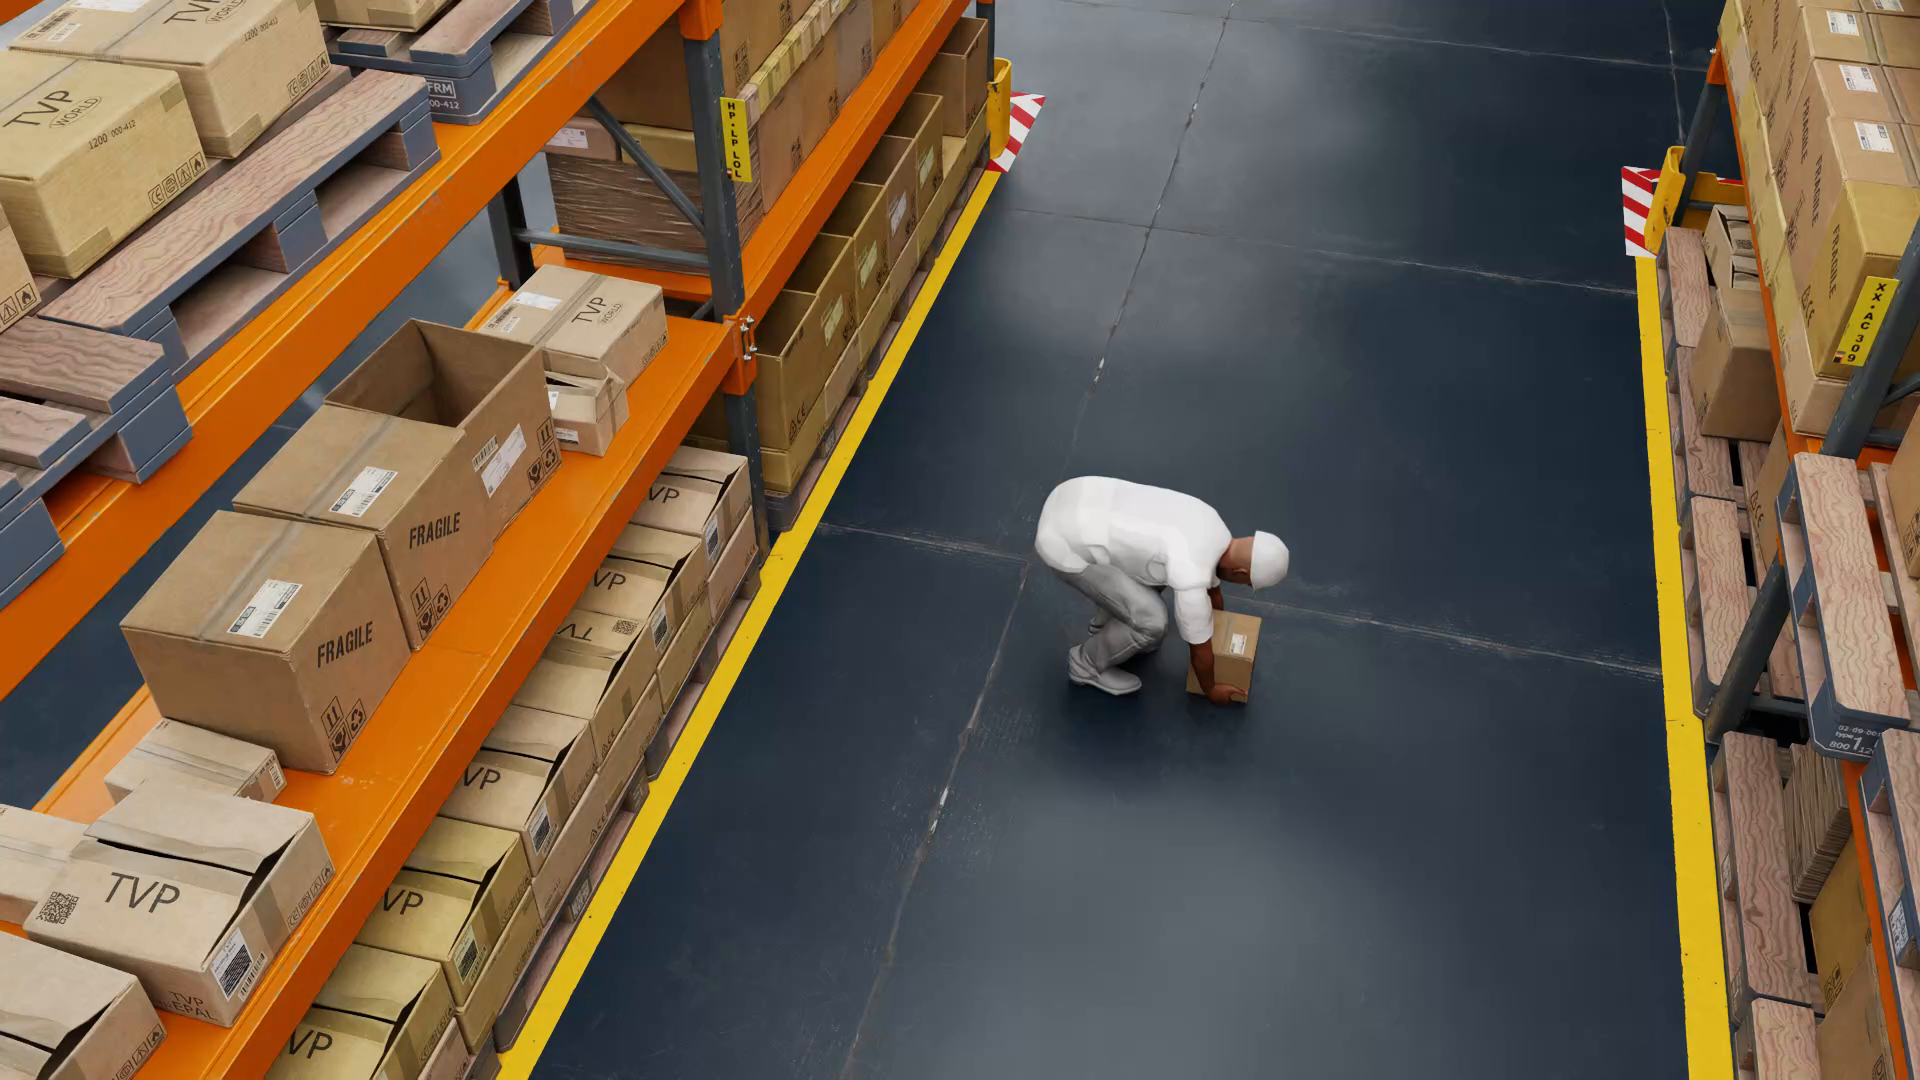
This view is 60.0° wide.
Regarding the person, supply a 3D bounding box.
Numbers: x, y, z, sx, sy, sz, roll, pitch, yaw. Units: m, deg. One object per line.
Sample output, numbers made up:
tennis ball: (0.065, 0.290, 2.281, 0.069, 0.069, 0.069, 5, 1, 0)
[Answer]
person: (0.785, 0.182, 6.599, 0.977, 0.907, 0.515, 8, 41, 9)
